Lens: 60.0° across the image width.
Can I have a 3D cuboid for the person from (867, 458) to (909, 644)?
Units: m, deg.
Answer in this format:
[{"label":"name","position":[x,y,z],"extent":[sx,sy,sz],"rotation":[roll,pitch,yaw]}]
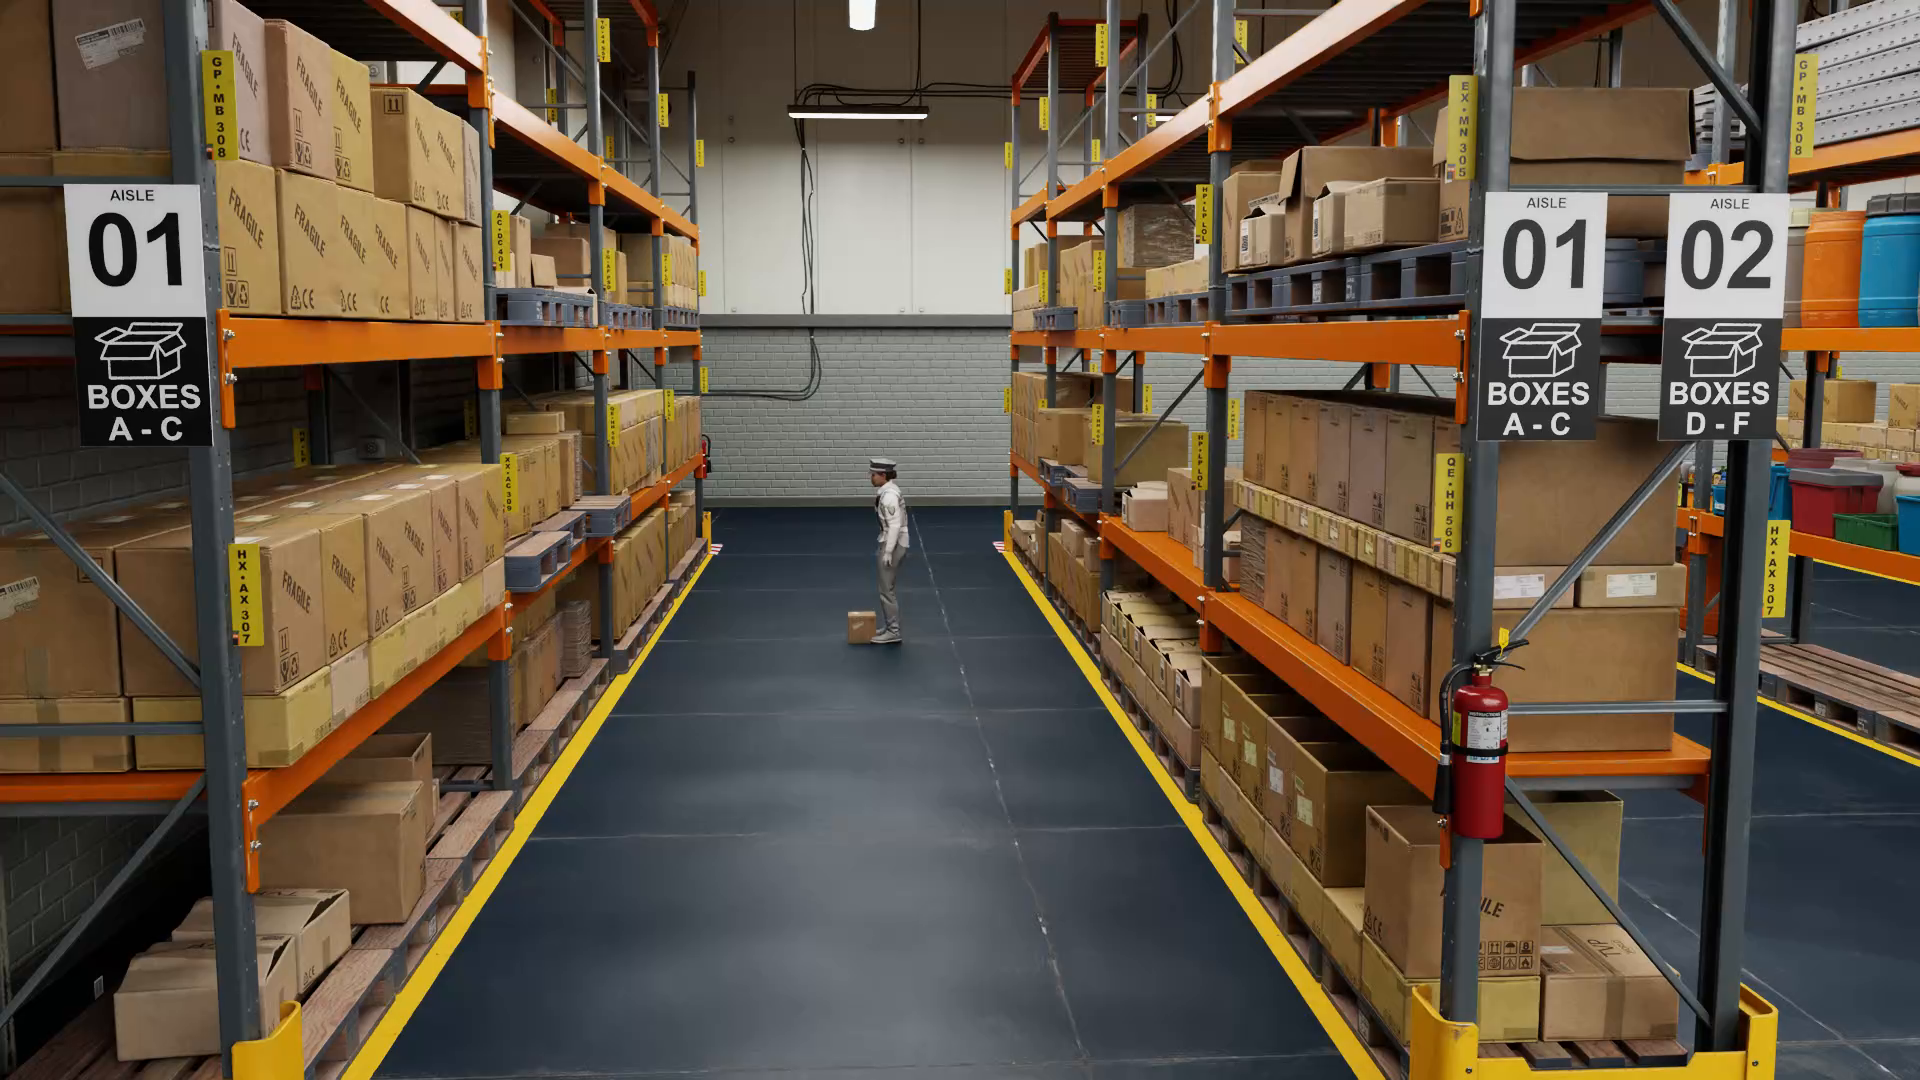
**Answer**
[{"label":"person","position":[-0.647,0.090,15.005],"extent":[0.375,1.662,0.541],"rotation":[-1,7,-7]}]
